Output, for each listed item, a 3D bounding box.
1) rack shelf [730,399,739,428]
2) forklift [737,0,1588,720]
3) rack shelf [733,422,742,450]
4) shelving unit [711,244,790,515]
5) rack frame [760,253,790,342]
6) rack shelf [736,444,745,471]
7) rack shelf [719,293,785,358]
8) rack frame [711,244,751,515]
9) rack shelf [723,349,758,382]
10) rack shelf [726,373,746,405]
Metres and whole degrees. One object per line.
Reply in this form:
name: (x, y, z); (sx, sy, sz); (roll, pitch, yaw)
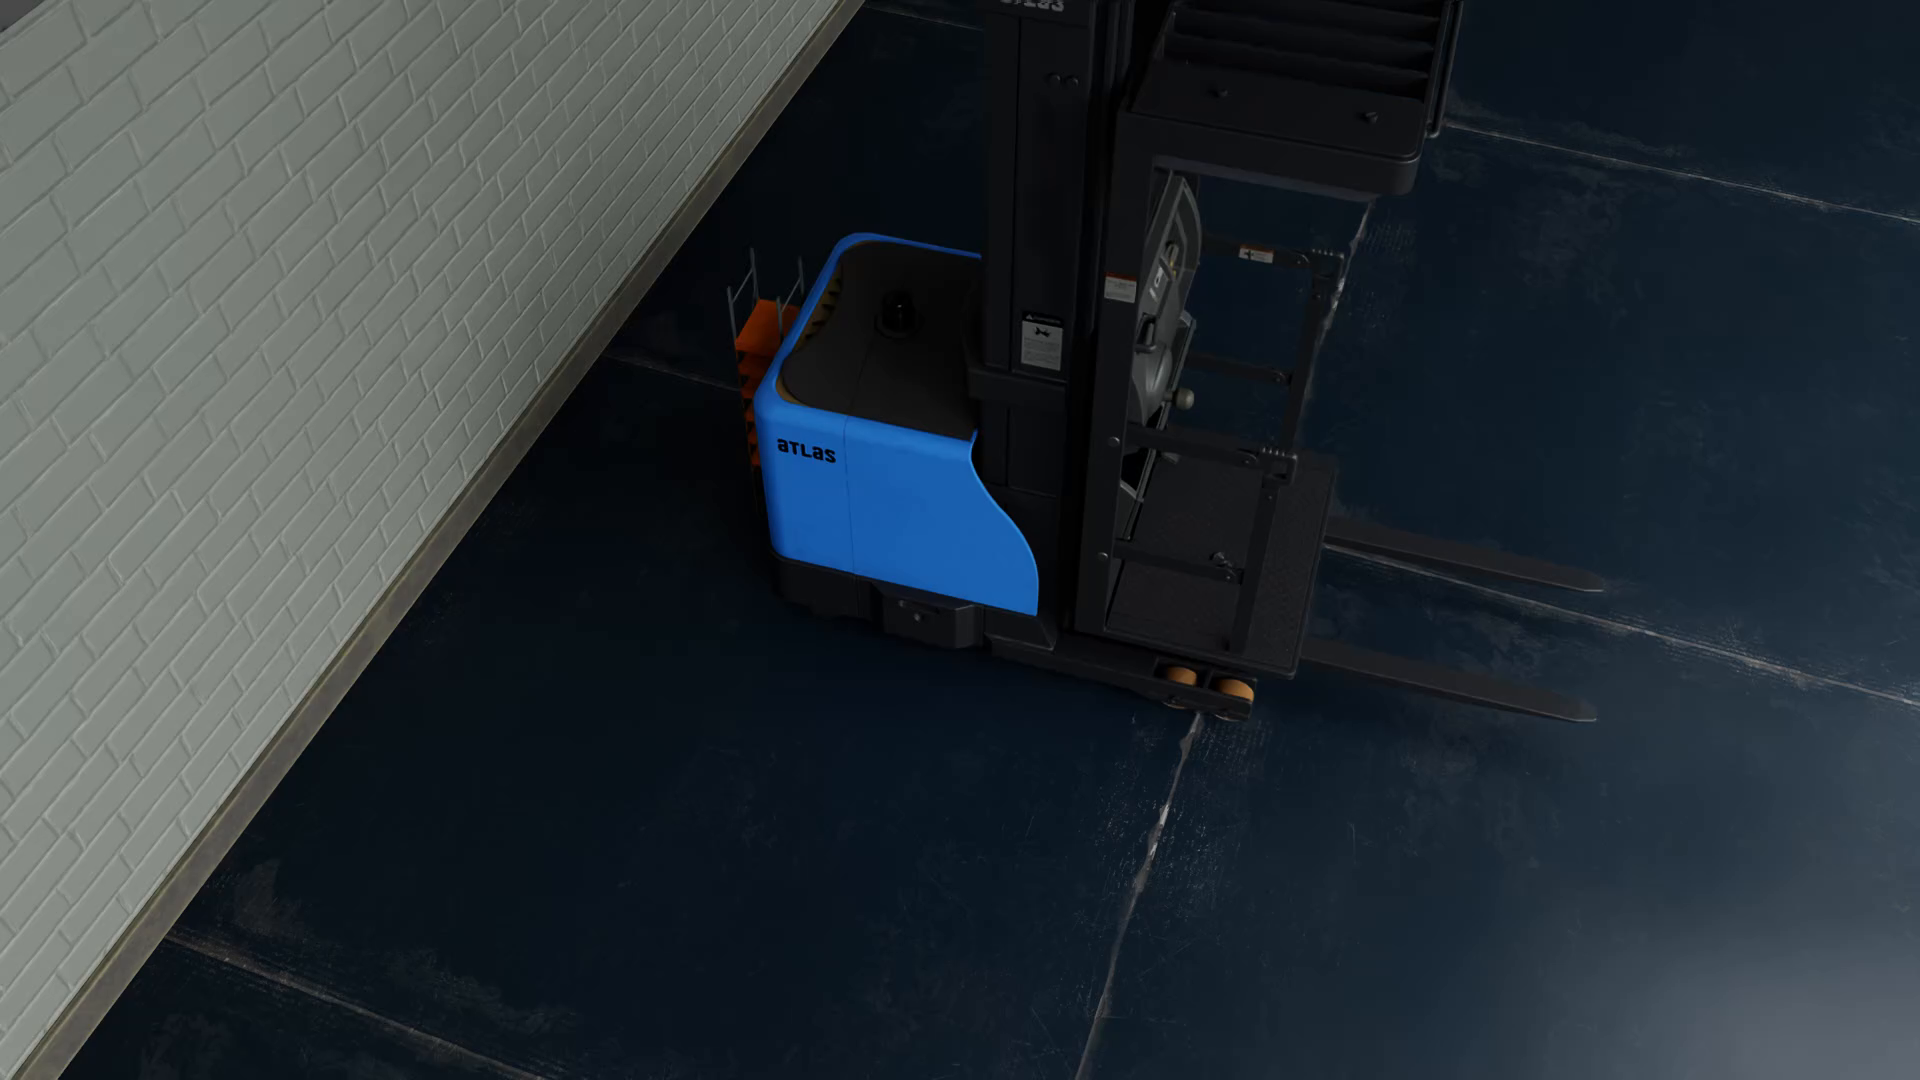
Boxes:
rack shelf: (-0.744, -0.530, 6.341); (0.180, 0.103, 0.258); (13, 50, 11)
forklift: (0.799, -0.766, 5.341); (3.031, 2.935, 1.130); (13, 50, 11)
rack shelf: (-0.744, -0.452, 6.432); (0.180, 0.103, 0.258); (13, 50, 11)
shelving unit: (-0.744, -0.560, 6.308); (0.189, 1.200, 0.258); (13, 50, 11)
rack frame: (-0.656, -0.540, 6.290); (0.006, 1.200, 0.240); (13, 50, 11)
rack shelf: (-0.744, -0.373, 6.522); (0.180, 0.103, 0.258); (13, 50, 11)
rack shelf: (-0.744, -0.766, 6.069); (0.180, 0.103, 0.258); (13, 50, 11)
rack frame: (-0.832, -0.579, 6.325); (0.006, 1.200, 0.240); (13, 50, 11)
rack shelf: (-0.744, -0.688, 6.160); (0.180, 0.103, 0.258); (13, 50, 11)
rack shelf: (-0.744, -0.609, 6.250); (0.180, 0.103, 0.258); (13, 50, 11)
